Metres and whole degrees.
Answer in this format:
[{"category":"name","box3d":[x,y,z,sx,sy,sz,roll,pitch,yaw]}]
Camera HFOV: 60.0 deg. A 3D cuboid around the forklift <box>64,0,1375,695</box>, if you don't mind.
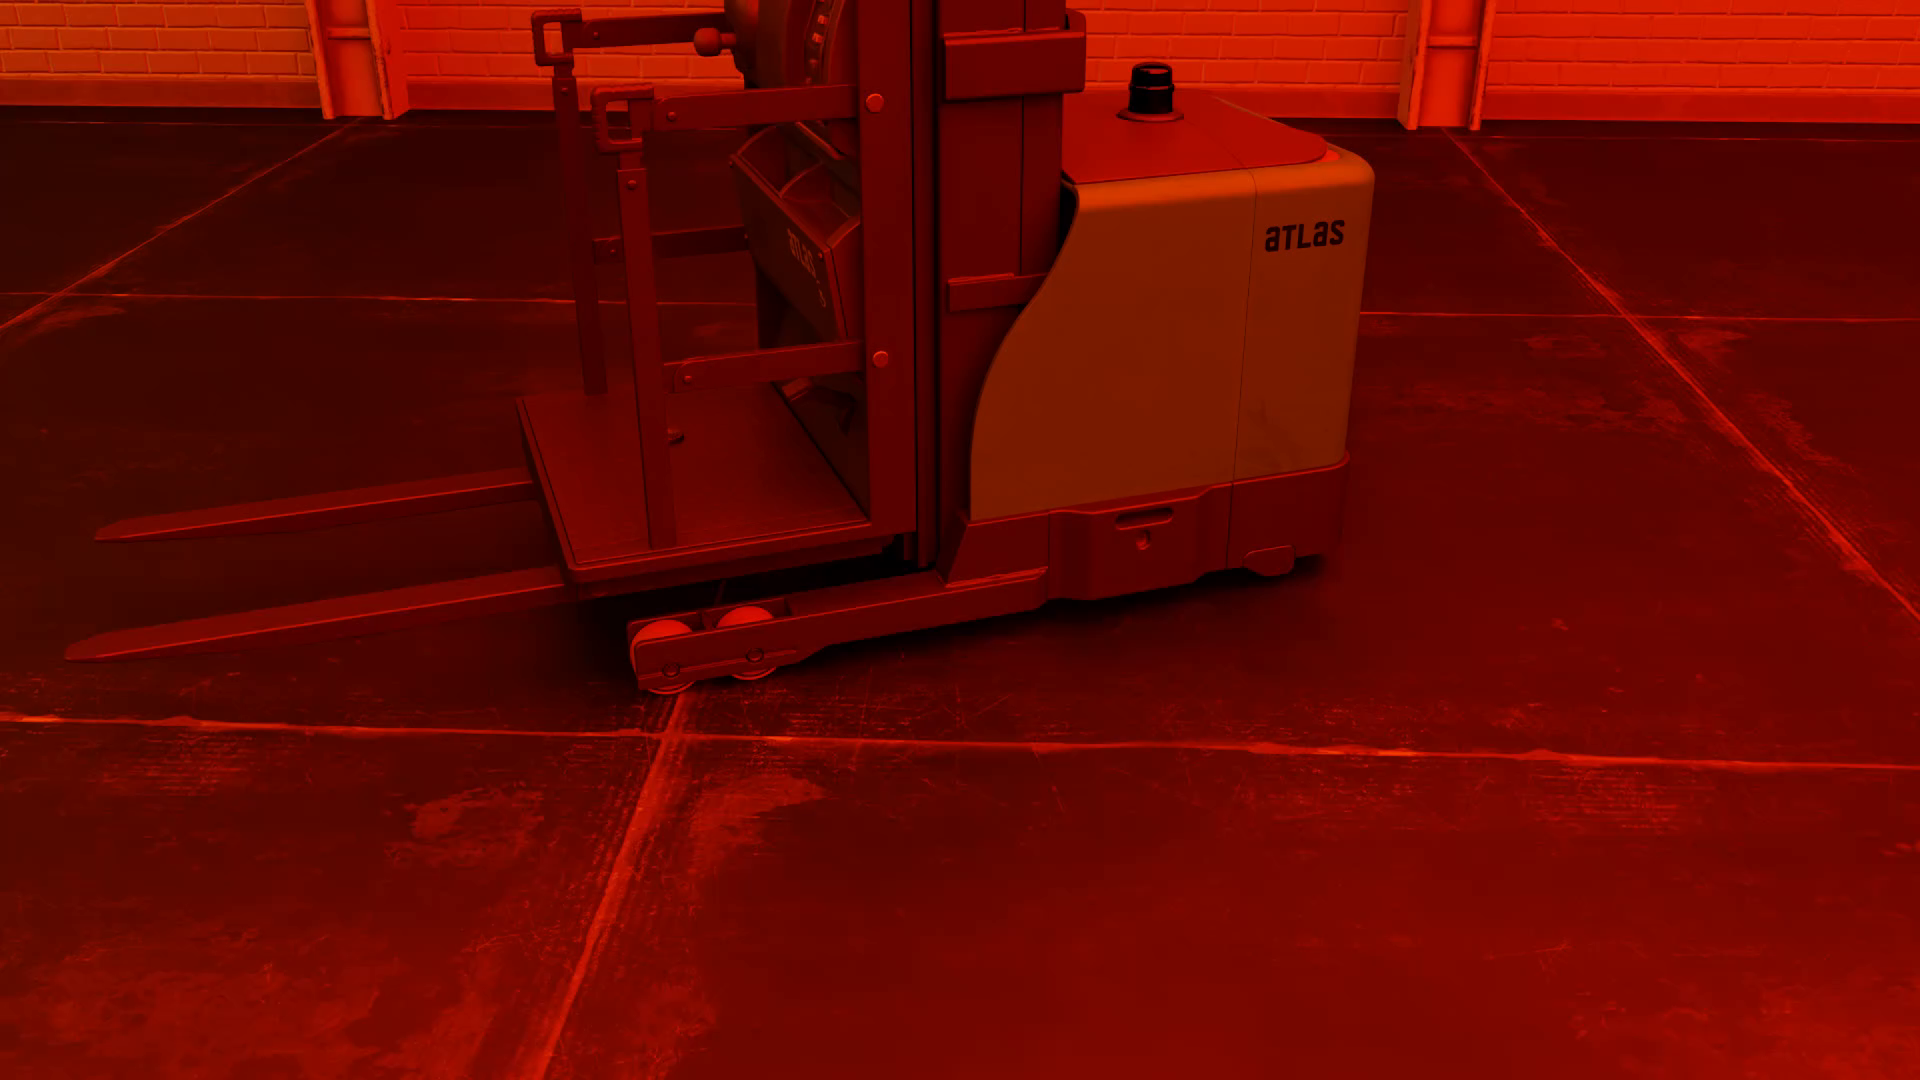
[{"category":"forklift","box3d":[-0.573,-1.224,3.691,3.031,2.935,1.130,-9,28,-17]}]
